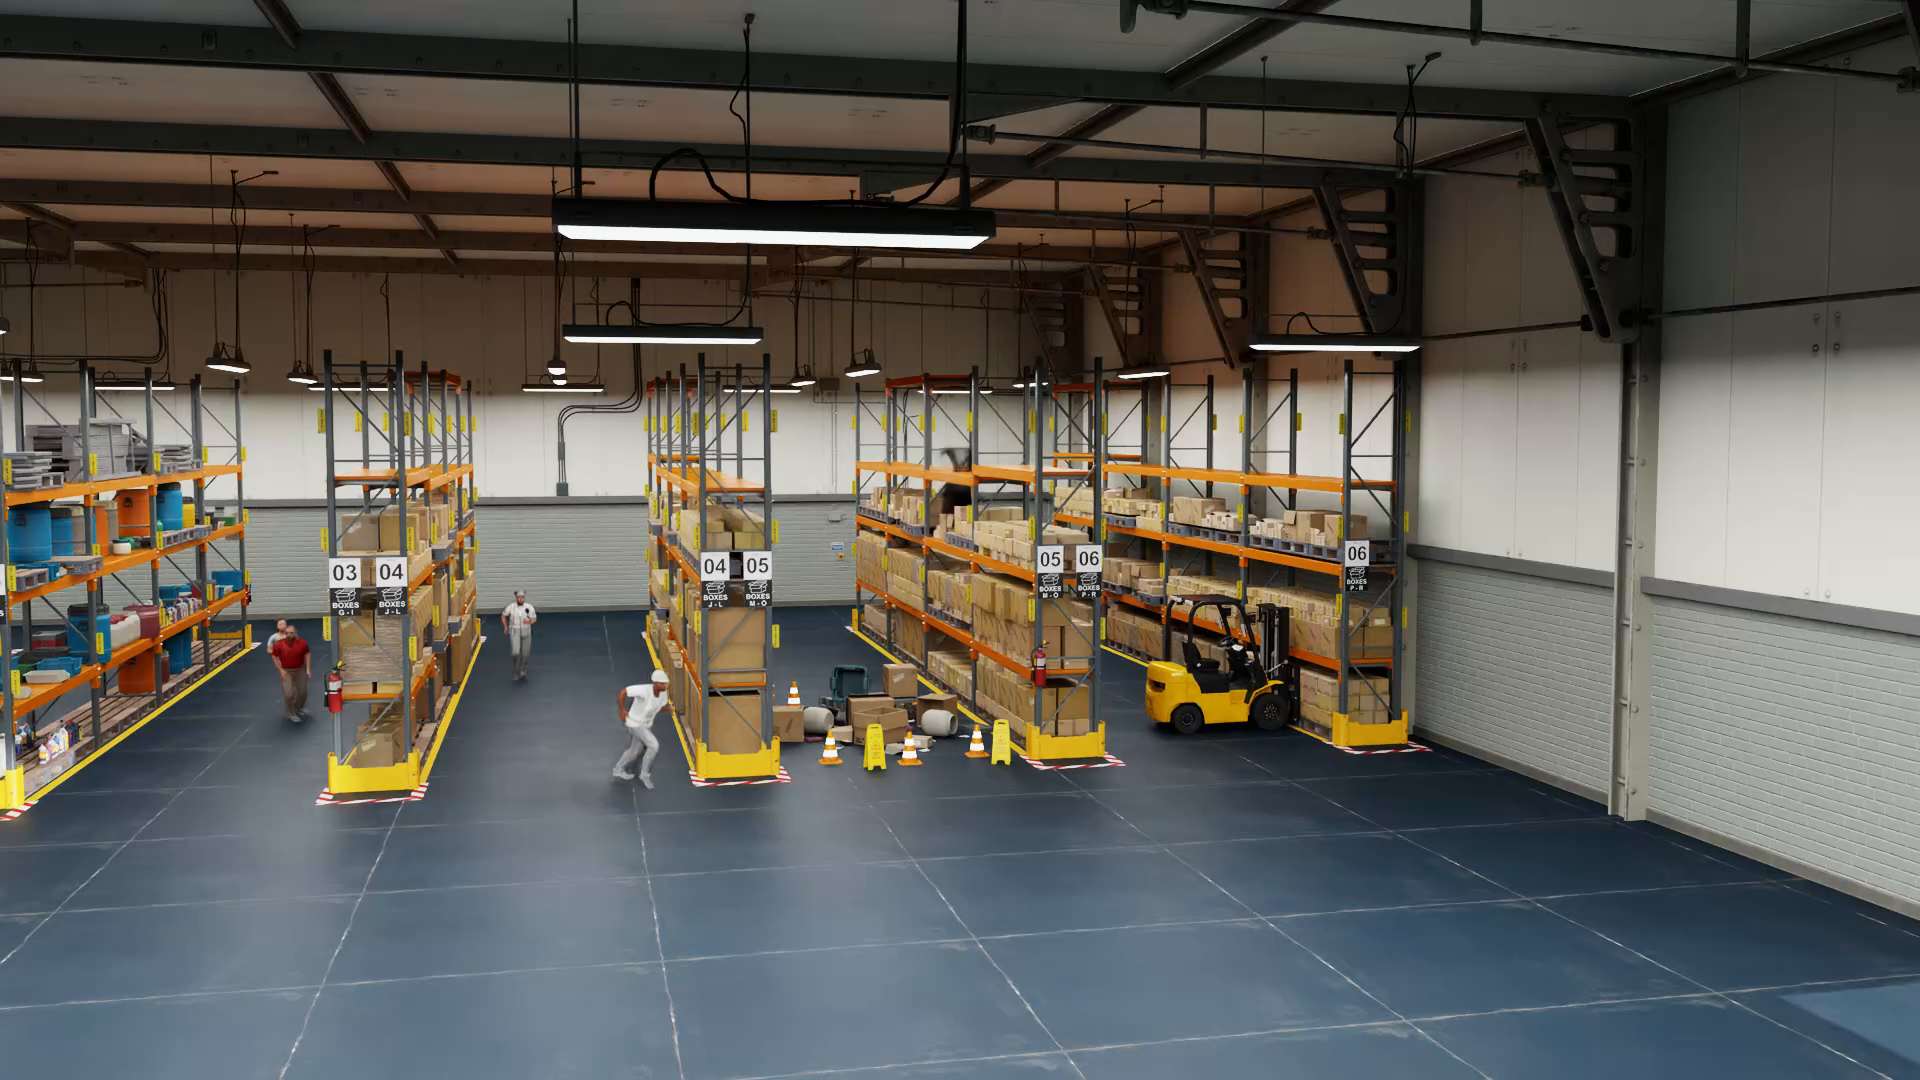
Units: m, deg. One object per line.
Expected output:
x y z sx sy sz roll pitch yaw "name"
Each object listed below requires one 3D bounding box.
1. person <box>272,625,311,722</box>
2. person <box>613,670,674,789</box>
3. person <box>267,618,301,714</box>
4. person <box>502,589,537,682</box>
-11.285 2.238 28.071 0.659 1.666 0.762 -3 5 -35 "person"
-4.410 2.613 22.919 0.998 1.690 0.746 2 5 28 "person"
-11.774 2.173 29.010 0.587 1.652 0.916 -2 5 -28 "person"
-8.595 1.868 32.481 0.649 1.819 0.721 -1 4 -20 "person"
